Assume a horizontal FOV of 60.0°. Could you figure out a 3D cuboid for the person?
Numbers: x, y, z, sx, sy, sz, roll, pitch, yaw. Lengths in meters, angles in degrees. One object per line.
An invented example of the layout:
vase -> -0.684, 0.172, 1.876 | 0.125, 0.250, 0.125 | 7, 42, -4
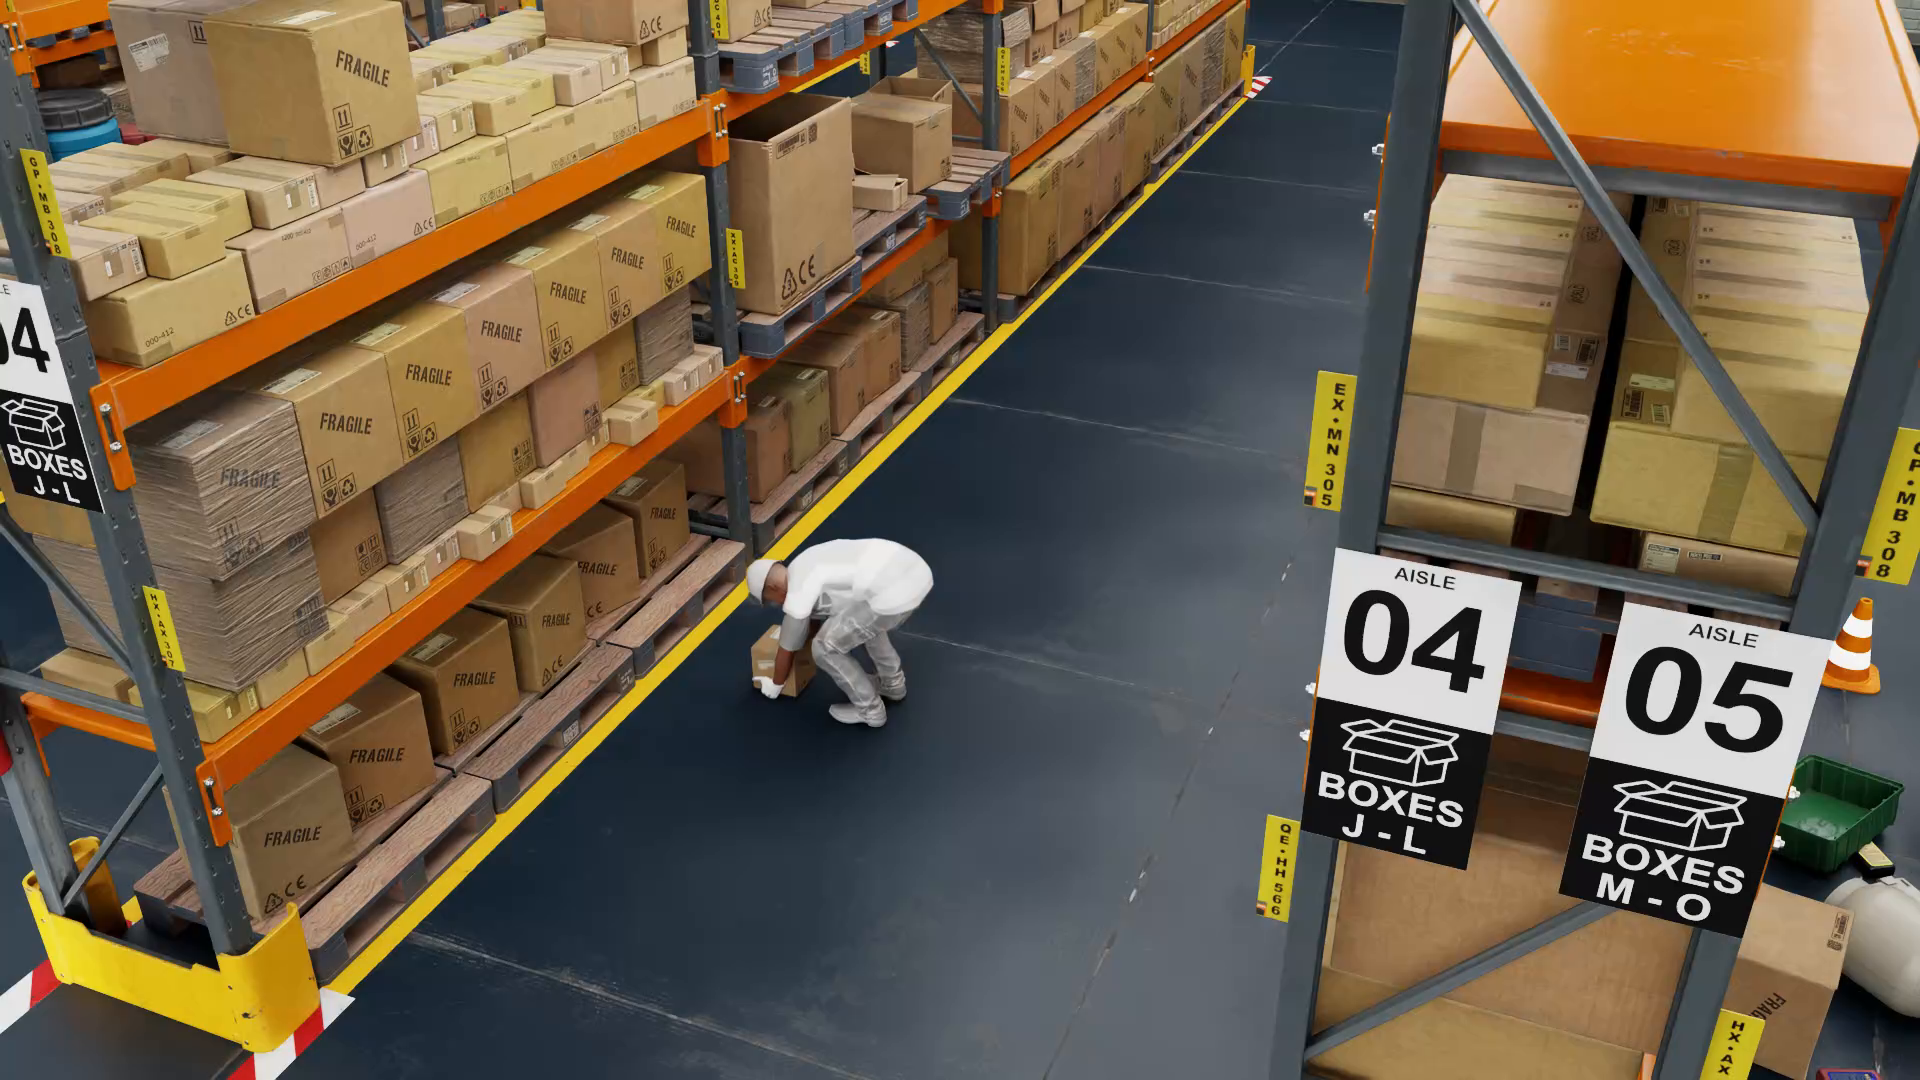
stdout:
person -> -0.629, 0.422, 8.483 | 0.981, 0.945, 0.526 | 10, 31, 17
